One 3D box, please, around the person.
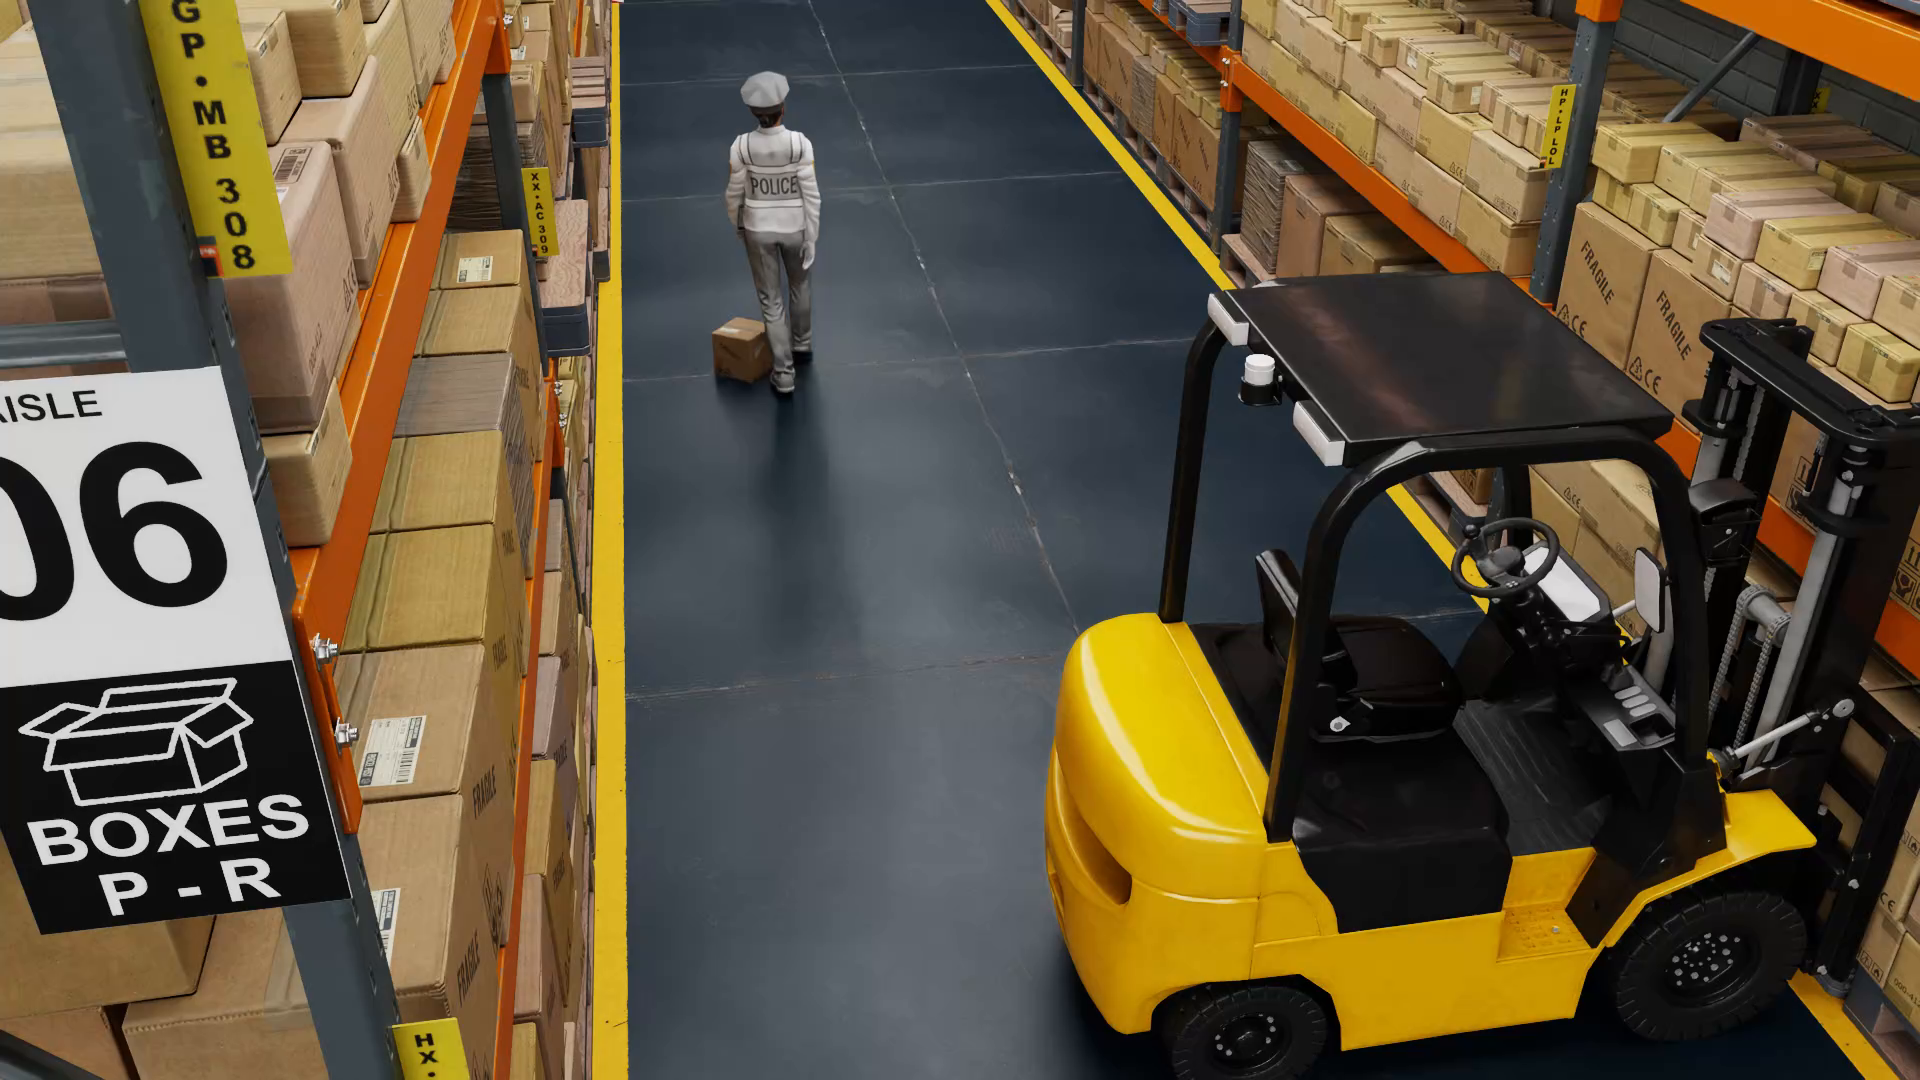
[{"bbox_3d":[-0.997,-1.654,8.885,0.487,1.721,0.743,-5,31,-9],"label":"person"}]
